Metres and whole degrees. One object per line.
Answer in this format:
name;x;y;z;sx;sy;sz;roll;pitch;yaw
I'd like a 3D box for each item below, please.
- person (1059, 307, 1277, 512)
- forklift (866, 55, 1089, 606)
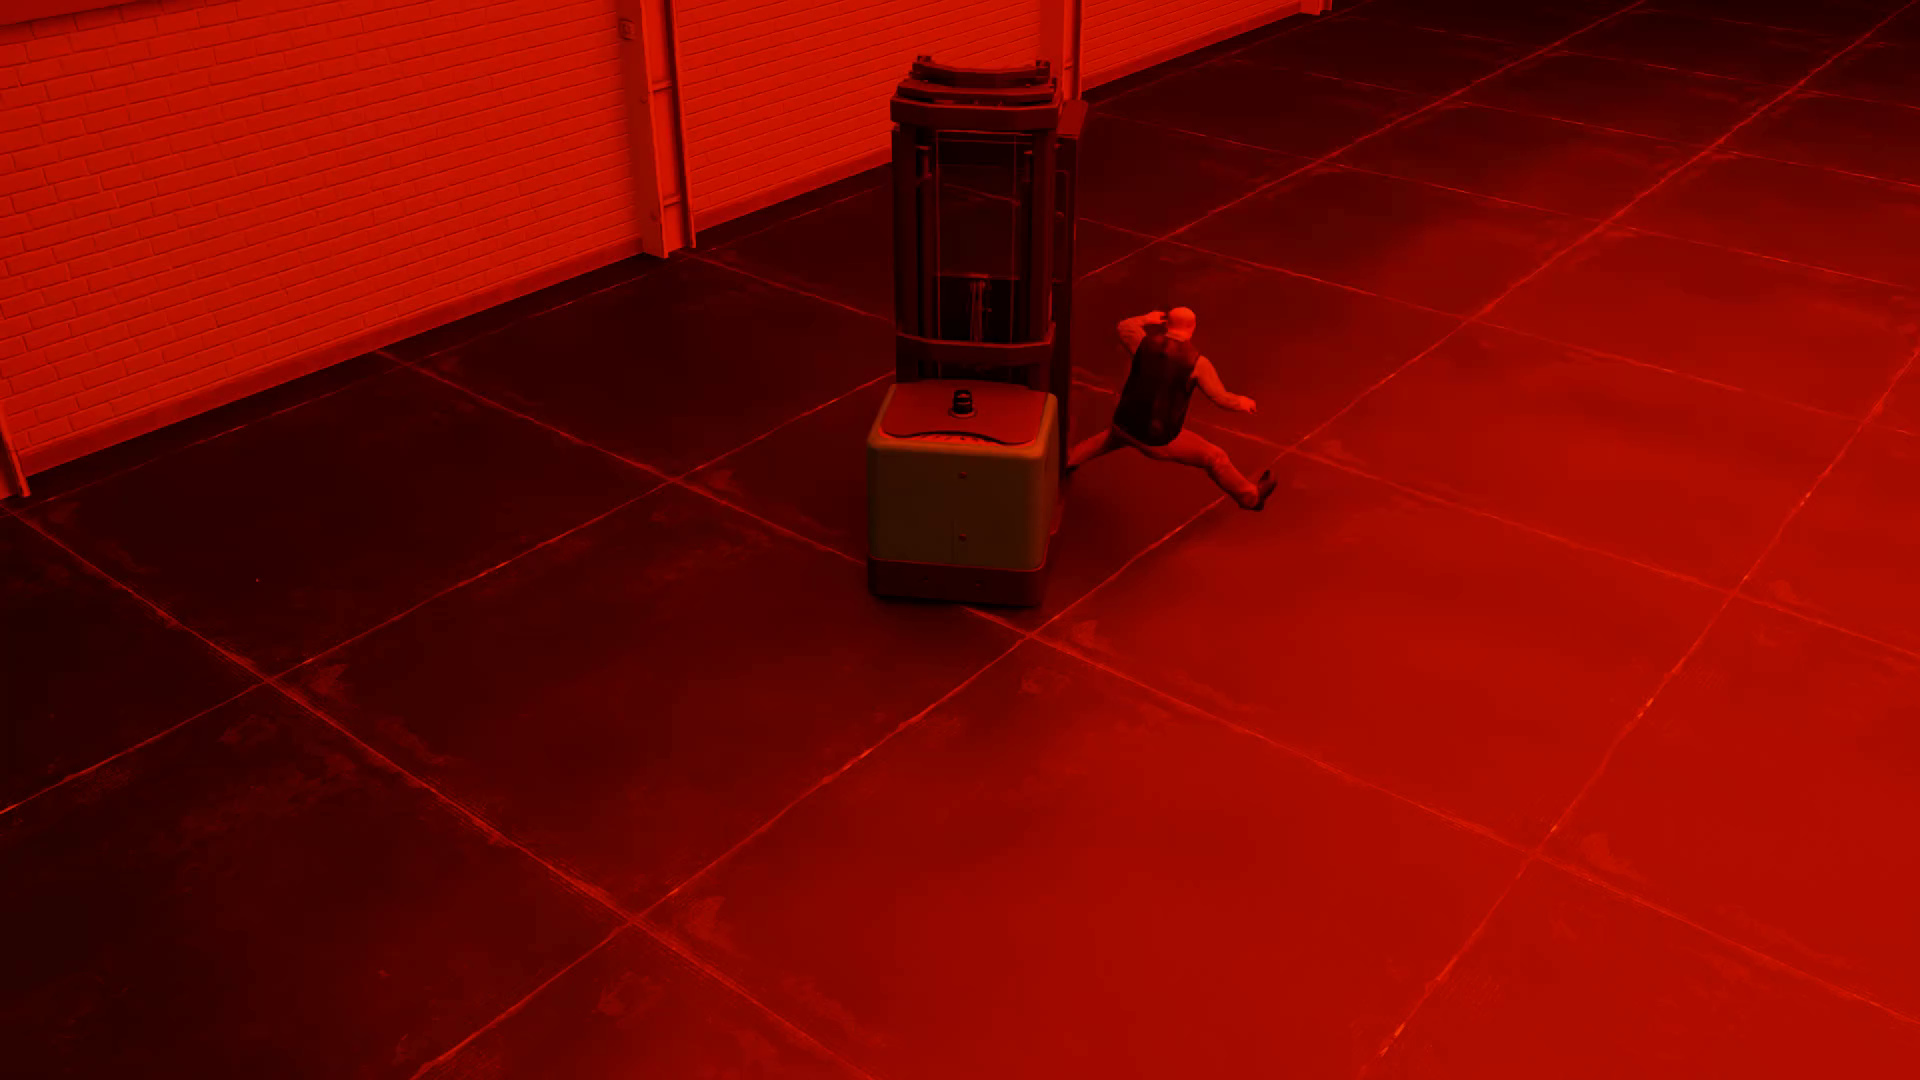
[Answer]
person;1.308;-0.839;10.588;0.930;1.339;1.236;-26;39;-37
forklift;0.182;-1.603;10.338;1.130;2.935;3.031;4;31;7
